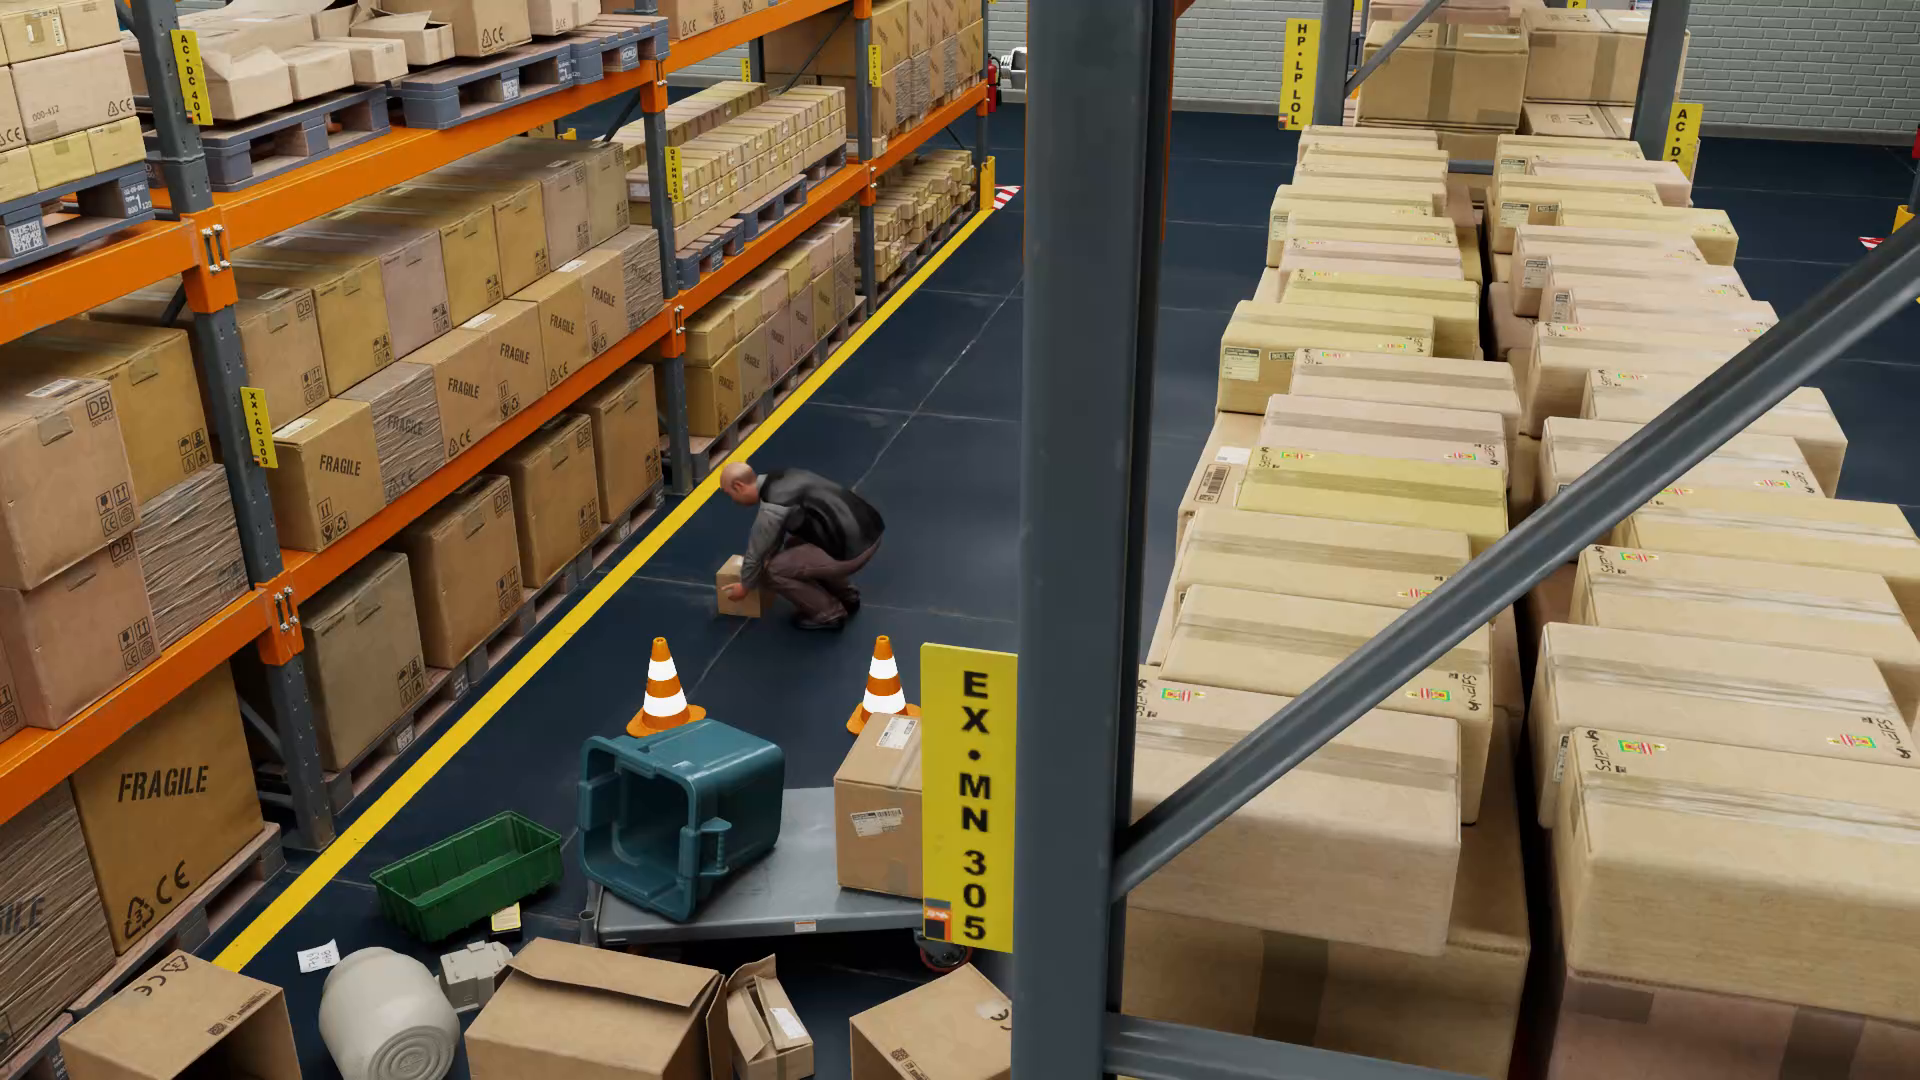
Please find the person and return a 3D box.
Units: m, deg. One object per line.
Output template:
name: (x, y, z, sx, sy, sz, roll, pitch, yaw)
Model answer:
person: (-0.860, 0.011, 9.080, 0.868, 0.906, 0.537, 6, 26, 13)
